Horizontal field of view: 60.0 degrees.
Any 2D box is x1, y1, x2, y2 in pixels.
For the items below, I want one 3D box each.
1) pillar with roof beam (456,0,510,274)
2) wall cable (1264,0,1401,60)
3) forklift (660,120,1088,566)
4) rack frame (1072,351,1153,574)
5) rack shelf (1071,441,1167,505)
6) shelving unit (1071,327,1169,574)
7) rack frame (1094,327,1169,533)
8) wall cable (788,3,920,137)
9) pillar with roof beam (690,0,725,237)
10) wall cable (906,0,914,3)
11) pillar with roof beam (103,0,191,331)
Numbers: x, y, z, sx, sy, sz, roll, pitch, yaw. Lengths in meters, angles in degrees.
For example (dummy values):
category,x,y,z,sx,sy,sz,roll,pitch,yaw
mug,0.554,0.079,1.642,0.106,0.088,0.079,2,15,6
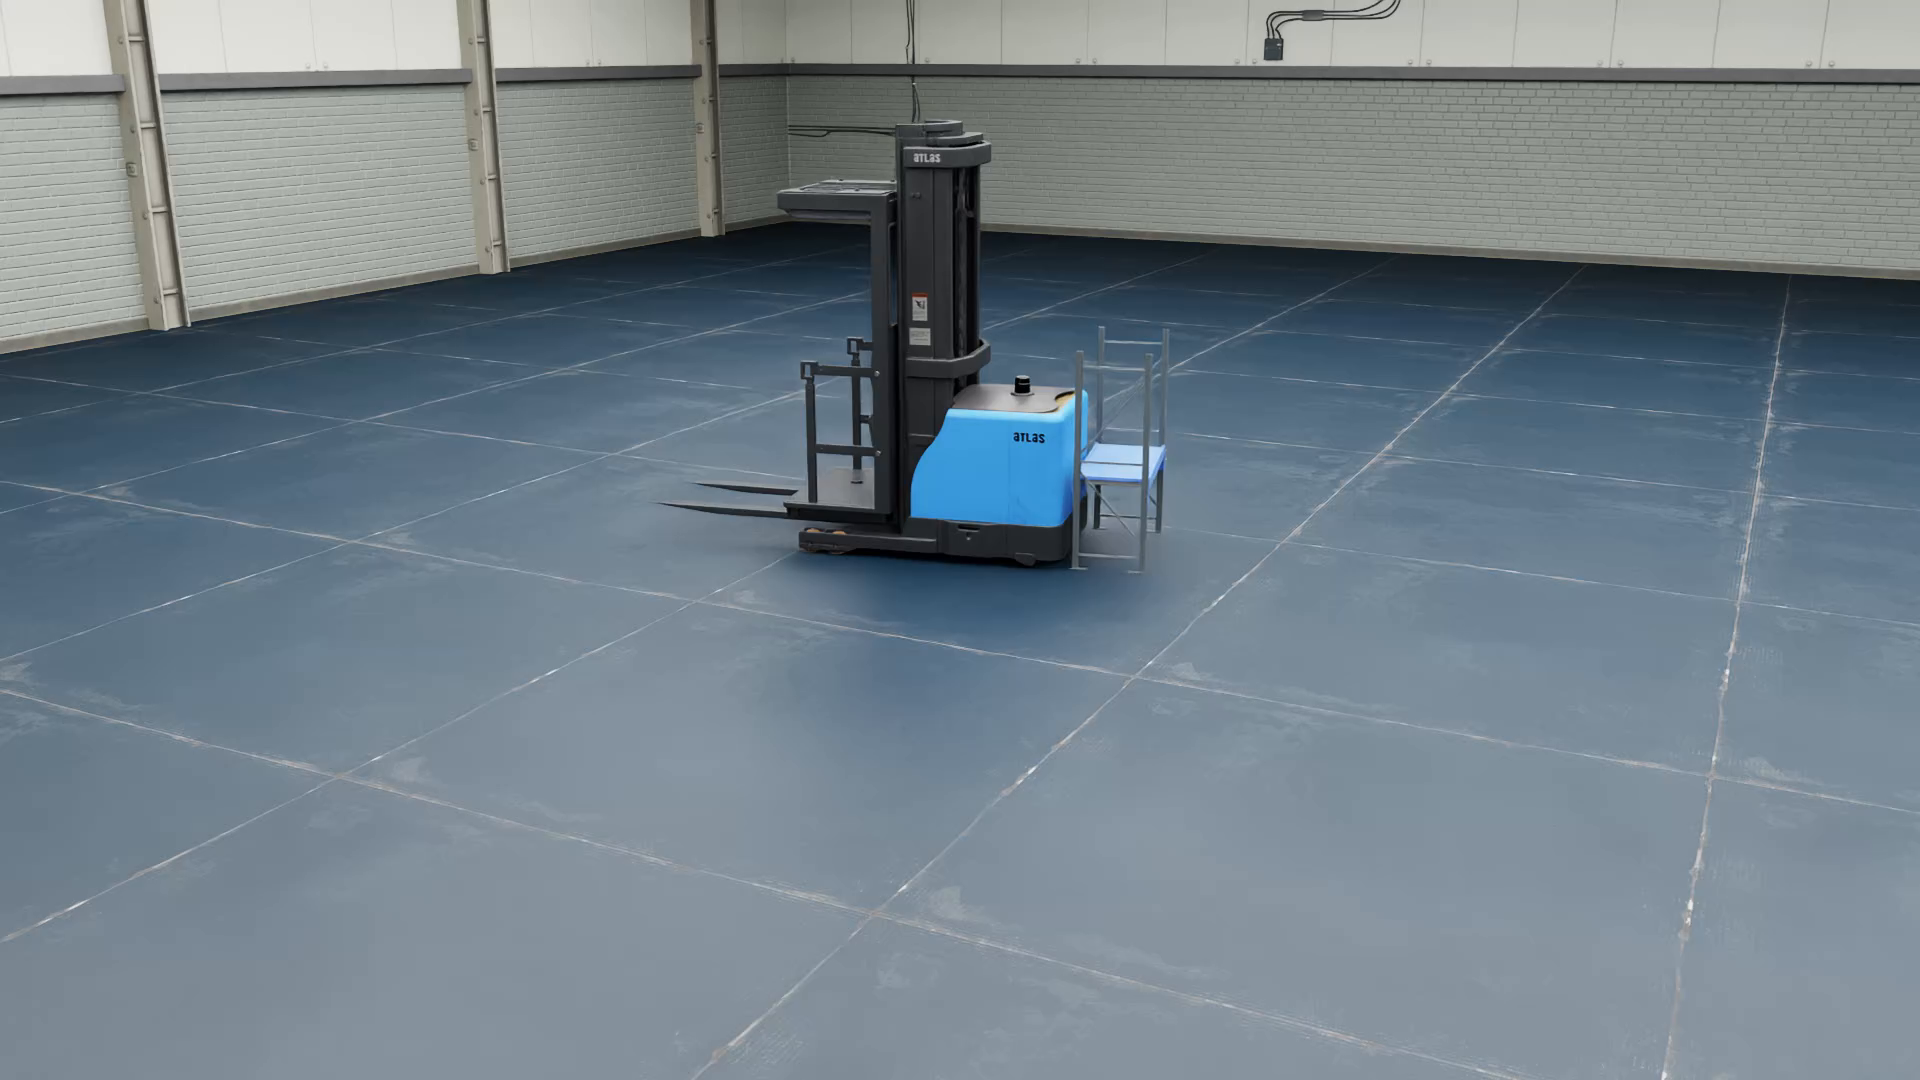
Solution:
category,x,y,z,sx,sy,sz,roll,pitch,yaw
pillar with roof beam,-3.501,-7.994,23.134,9.100,9.000,0.400,8,18,25
wall cable,6.314,-11.071,27.520,2.305,6.003,0.169,8,18,25
forklift,-0.645,-1.441,11.728,3.031,2.935,1.130,4,17,14
rack frame,1.010,-0.507,11.096,0.500,1.500,0.032,4,17,12
rack shelf,1.123,-0.475,11.622,0.538,0.185,1.000,4,17,12
shelving unit,1.123,-0.648,11.571,0.538,1.500,1.048,4,17,12
rack frame,1.236,-0.789,12.046,0.500,1.500,0.032,4,17,12
wall cable,-2.172,-9.164,32.526,3.097,2.526,0.112,8,18,25
pillar with roof beam,-0.820,-9.522,28.280,9.100,9.000,0.400,8,18,25
wall cable,0.248,-11.241,30.648,3.097,2.526,0.112,8,18,25
pillar with roof beam,-6.182,-6.466,17.989,9.100,9.000,0.400,8,18,25
